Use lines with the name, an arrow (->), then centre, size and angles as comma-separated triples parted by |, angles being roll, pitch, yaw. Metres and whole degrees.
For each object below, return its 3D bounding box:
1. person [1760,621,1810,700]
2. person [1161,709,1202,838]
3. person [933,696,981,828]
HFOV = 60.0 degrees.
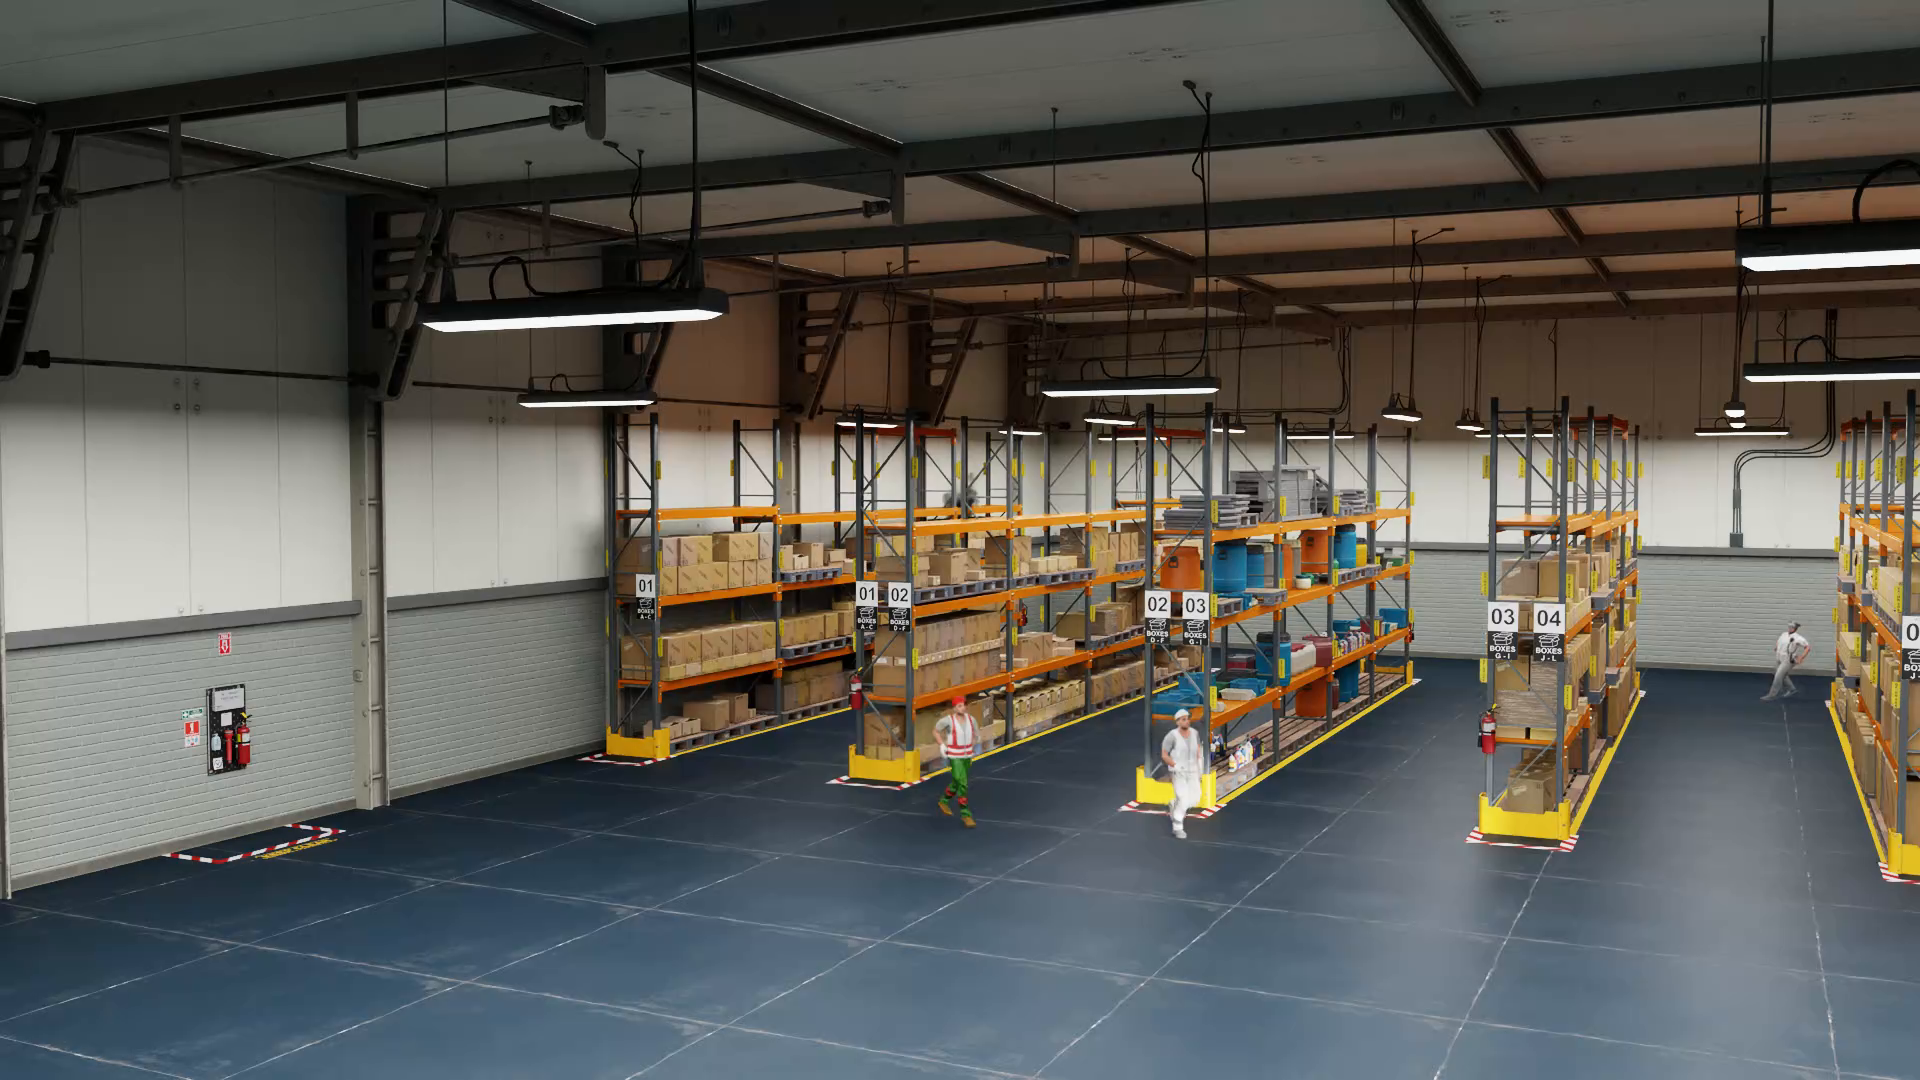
person -> 17.814, 2.598, 35.931 | 0.962, 1.732, 0.685 | 0, 2, -10
person -> 3.045, 3.180, 22.760 | 0.679, 1.750, 0.674 | -1, 3, -25
person -> 0.000, 3.105, 23.618 | 0.630, 1.814, 0.920 | -2, 3, -37
